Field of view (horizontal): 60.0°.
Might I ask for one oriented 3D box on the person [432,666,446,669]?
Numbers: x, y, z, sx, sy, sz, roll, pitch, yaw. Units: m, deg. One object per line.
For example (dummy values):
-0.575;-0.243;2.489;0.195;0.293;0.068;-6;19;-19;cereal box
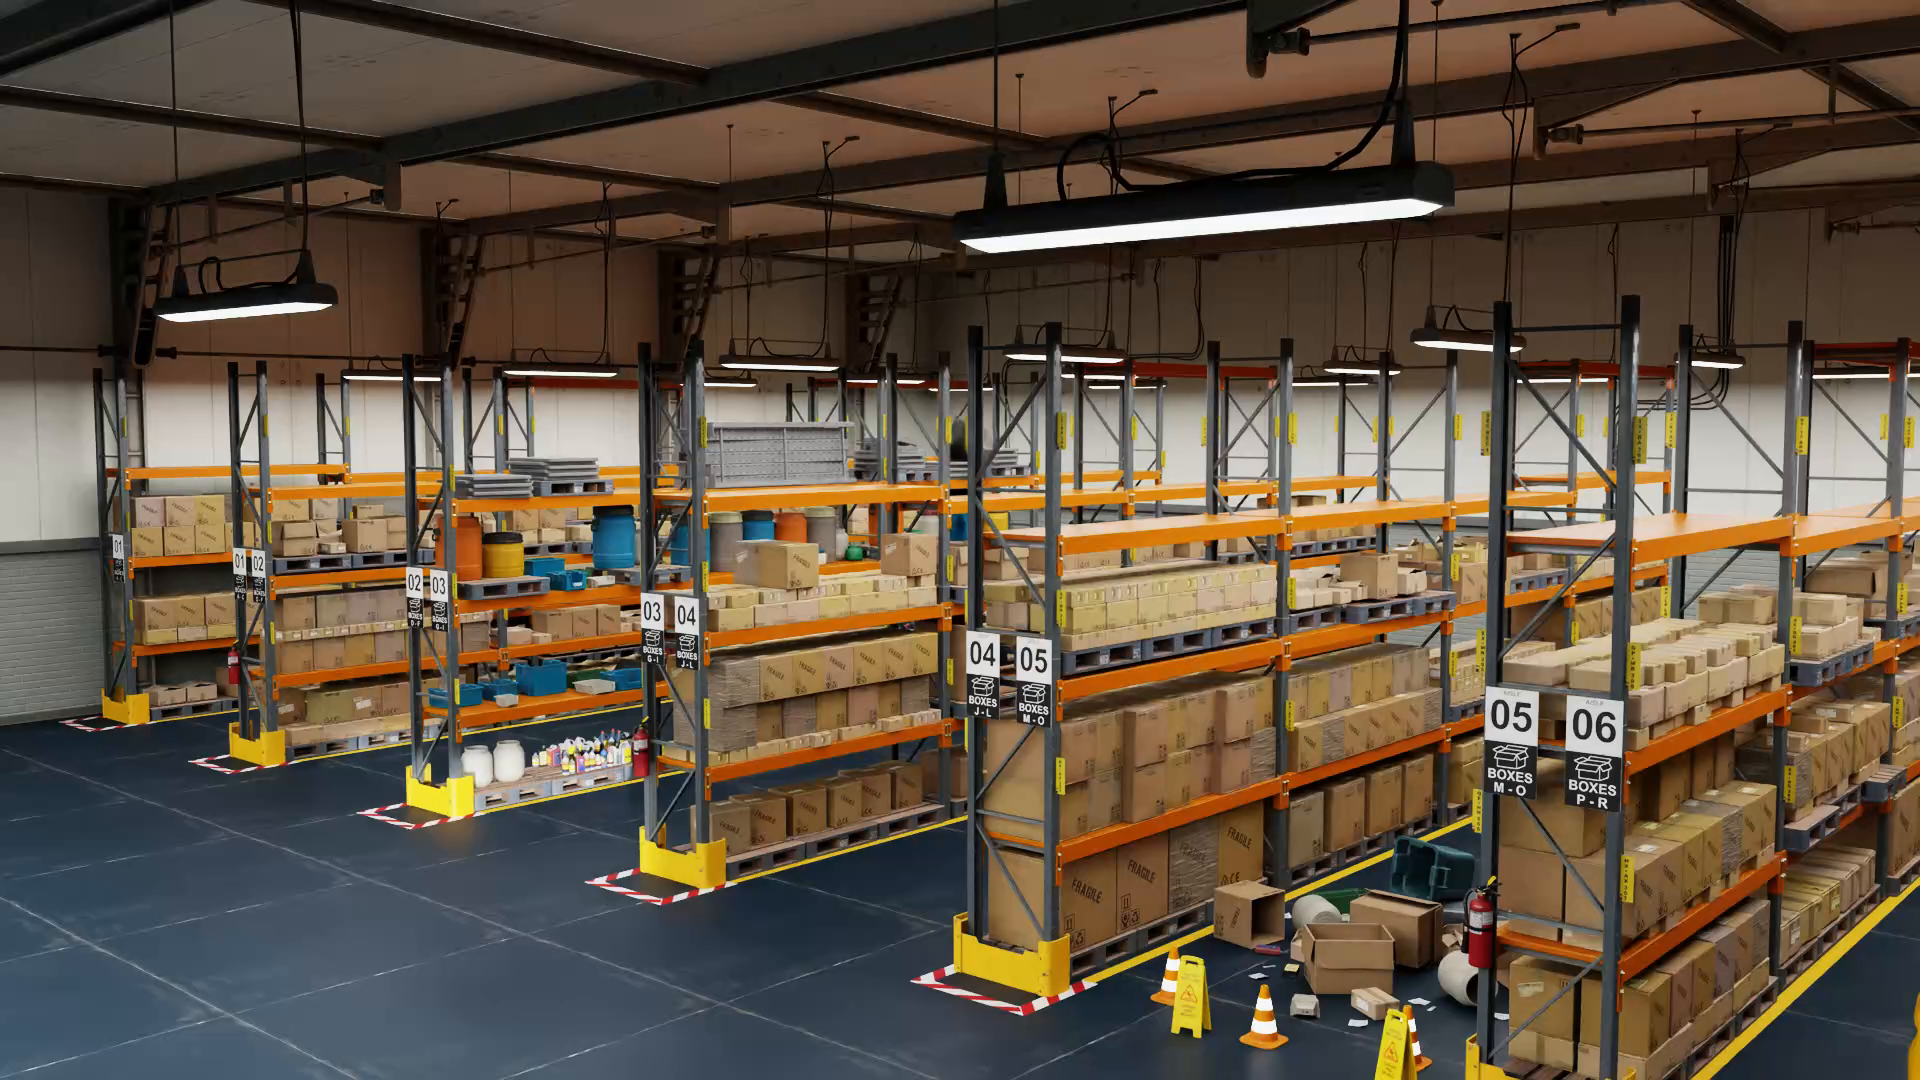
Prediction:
-9.629;2.039;30.877;0.662;1.732;0.801;1;4;15;person
